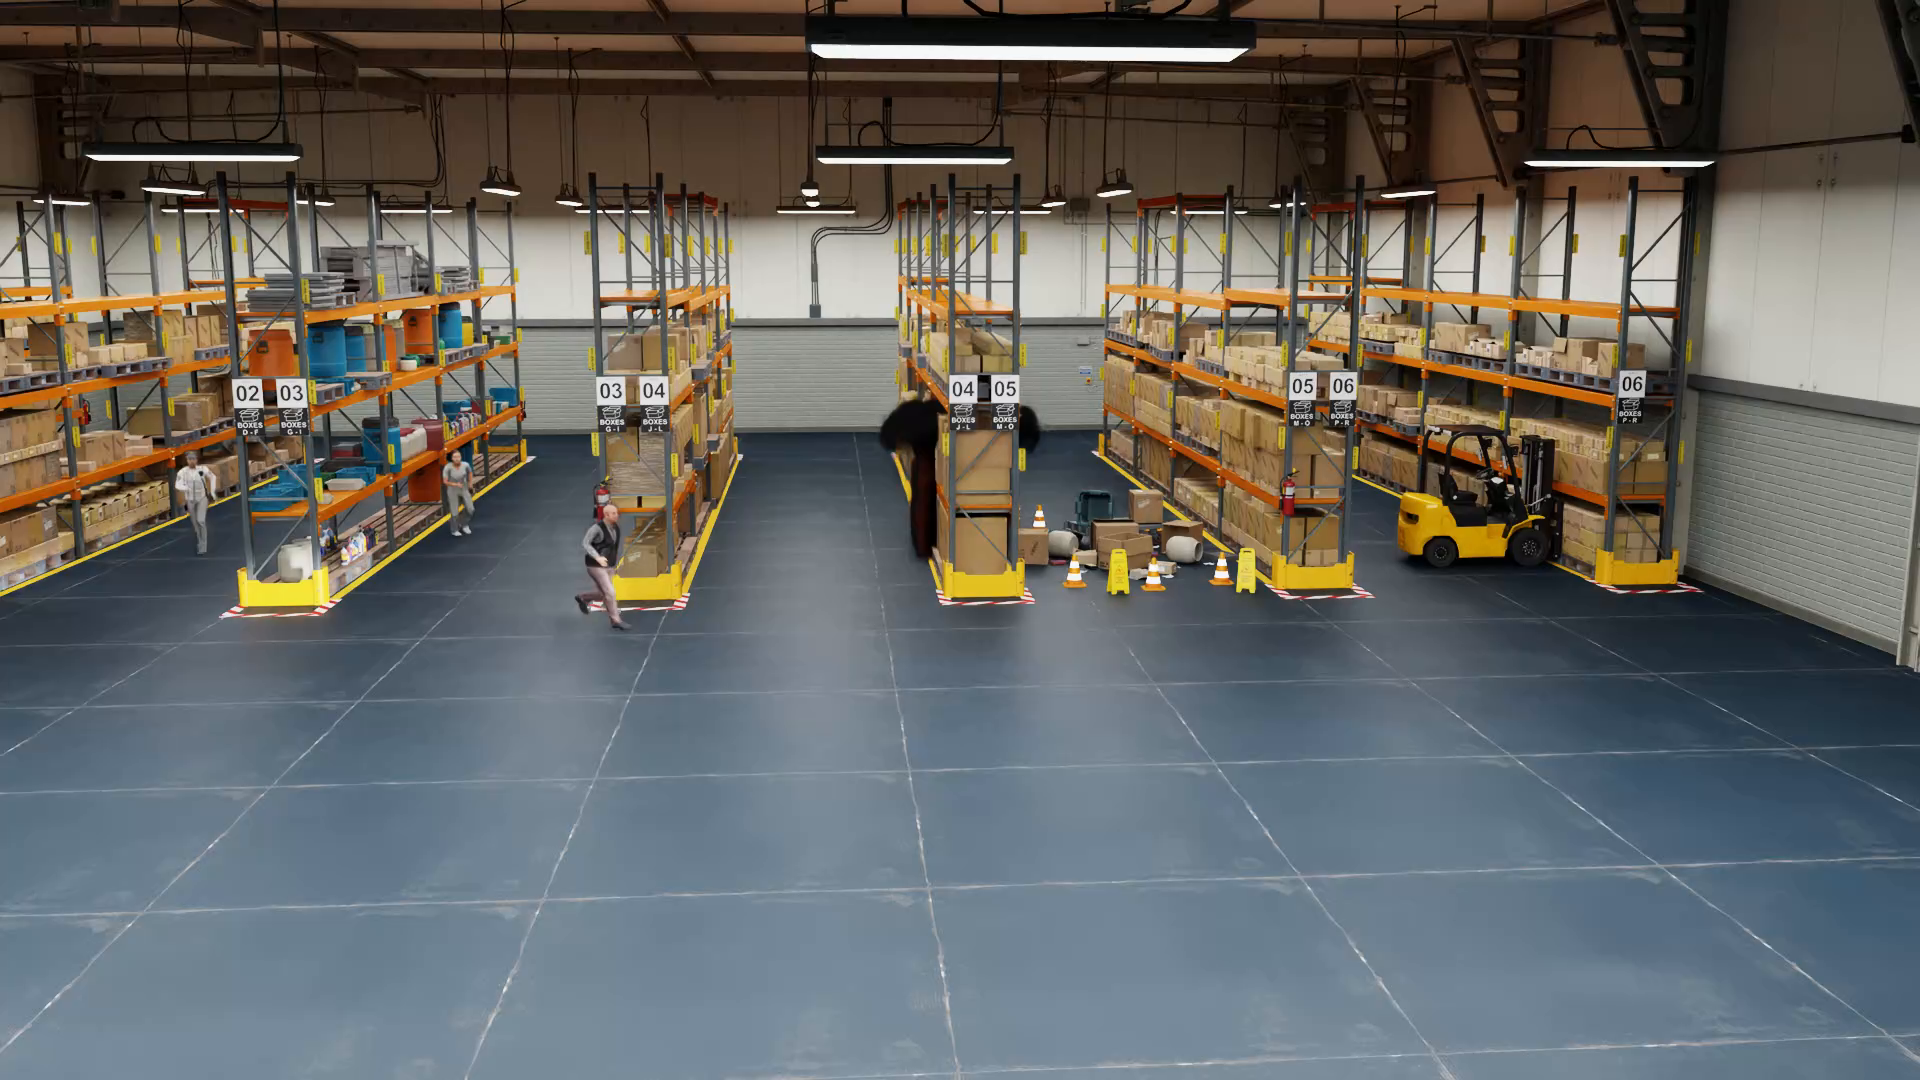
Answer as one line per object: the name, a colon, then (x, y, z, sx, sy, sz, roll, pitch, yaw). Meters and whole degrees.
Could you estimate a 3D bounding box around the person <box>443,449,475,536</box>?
person: (-8.680, -0.812, 28.815, 0.570, 1.559, 0.803, -6, 12, -31)

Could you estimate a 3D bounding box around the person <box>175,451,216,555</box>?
person: (-12.589, -0.626, 27.416, 0.550, 1.736, 0.813, -2, 10, -10)

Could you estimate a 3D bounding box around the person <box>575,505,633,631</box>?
person: (-4.785, 0.346, 21.923, 0.928, 1.672, 0.661, 6, 12, 31)

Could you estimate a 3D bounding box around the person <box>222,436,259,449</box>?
person: (-17.301, -2.854, 40.125, 1.046, 1.711, 0.736, -2, 10, -10)
